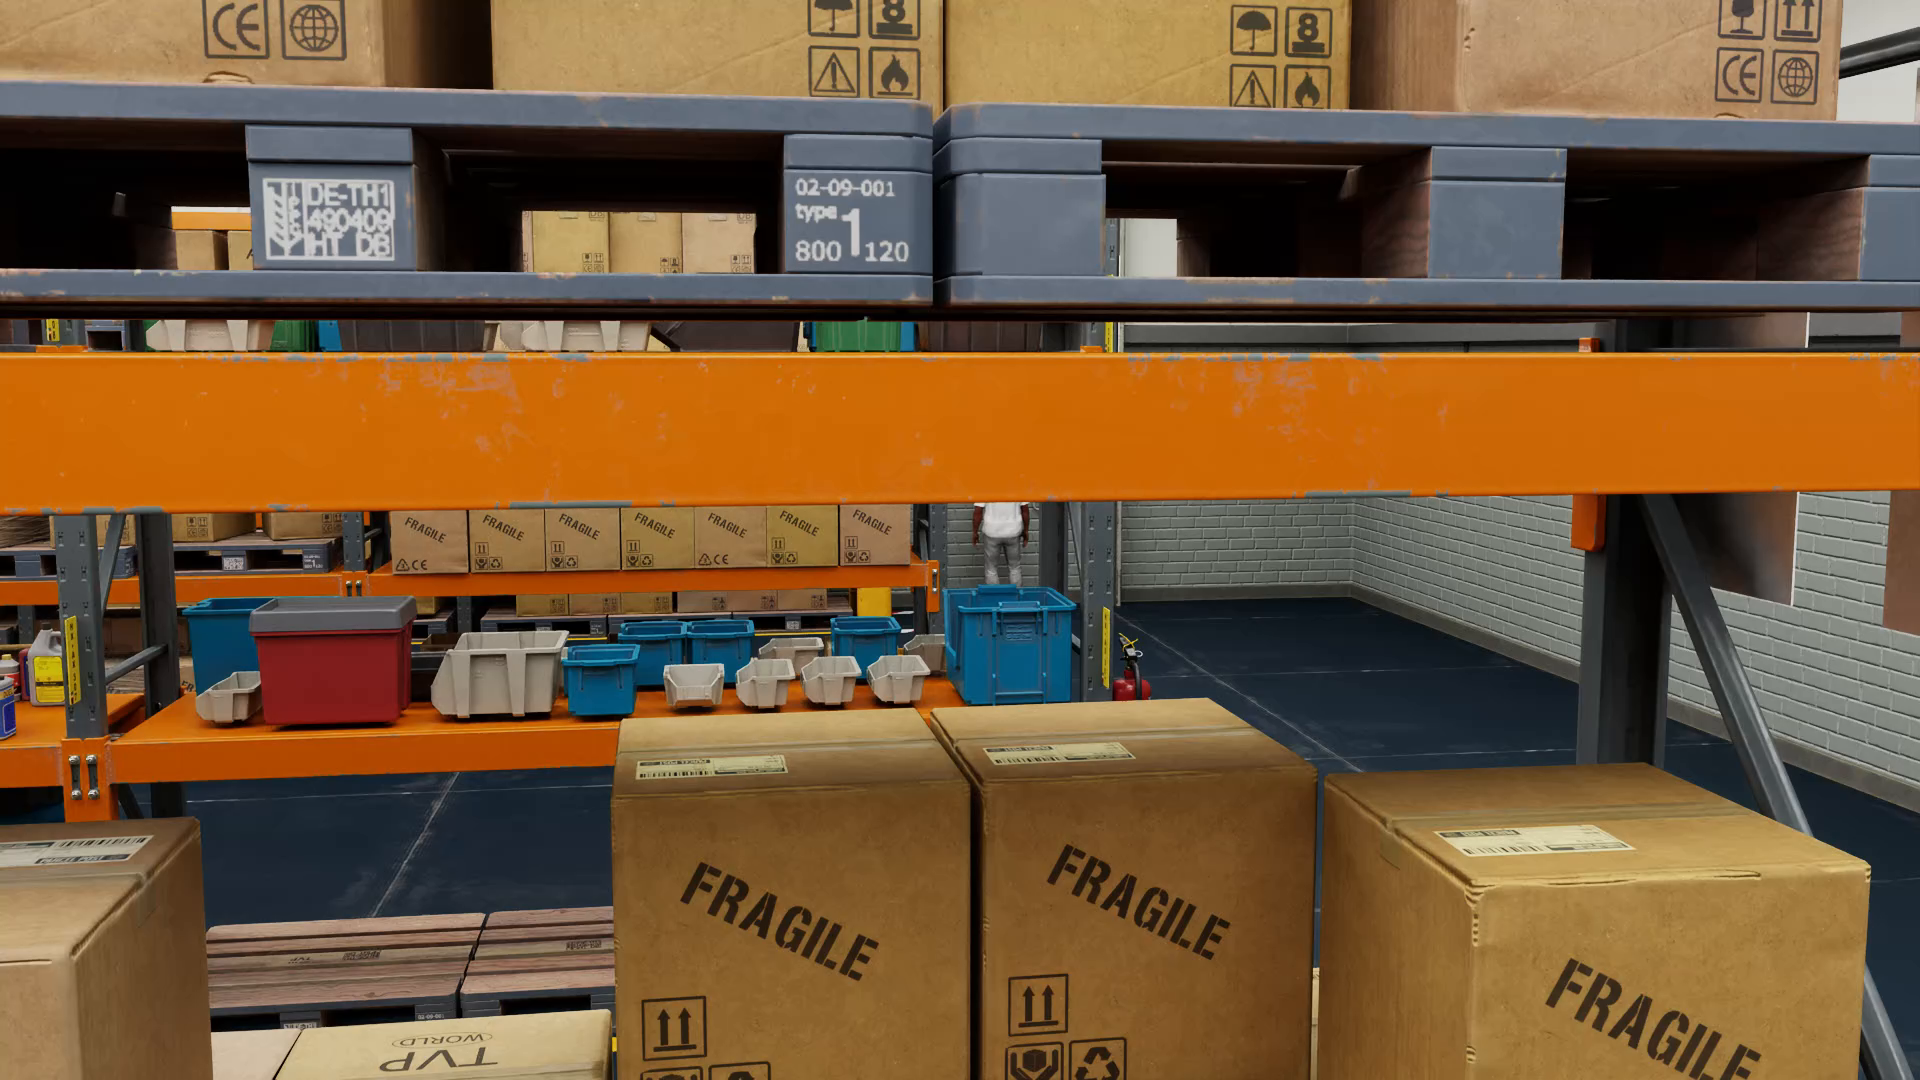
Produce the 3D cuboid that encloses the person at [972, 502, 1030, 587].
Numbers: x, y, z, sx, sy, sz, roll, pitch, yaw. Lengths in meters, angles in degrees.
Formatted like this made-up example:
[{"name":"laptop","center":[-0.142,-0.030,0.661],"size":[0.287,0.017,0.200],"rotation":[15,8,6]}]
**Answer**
[{"name":"person","center":[0.435,-0.078,17.826],"size":[0.634,1.760,0.459],"rotation":[-1,7,-12]}]
